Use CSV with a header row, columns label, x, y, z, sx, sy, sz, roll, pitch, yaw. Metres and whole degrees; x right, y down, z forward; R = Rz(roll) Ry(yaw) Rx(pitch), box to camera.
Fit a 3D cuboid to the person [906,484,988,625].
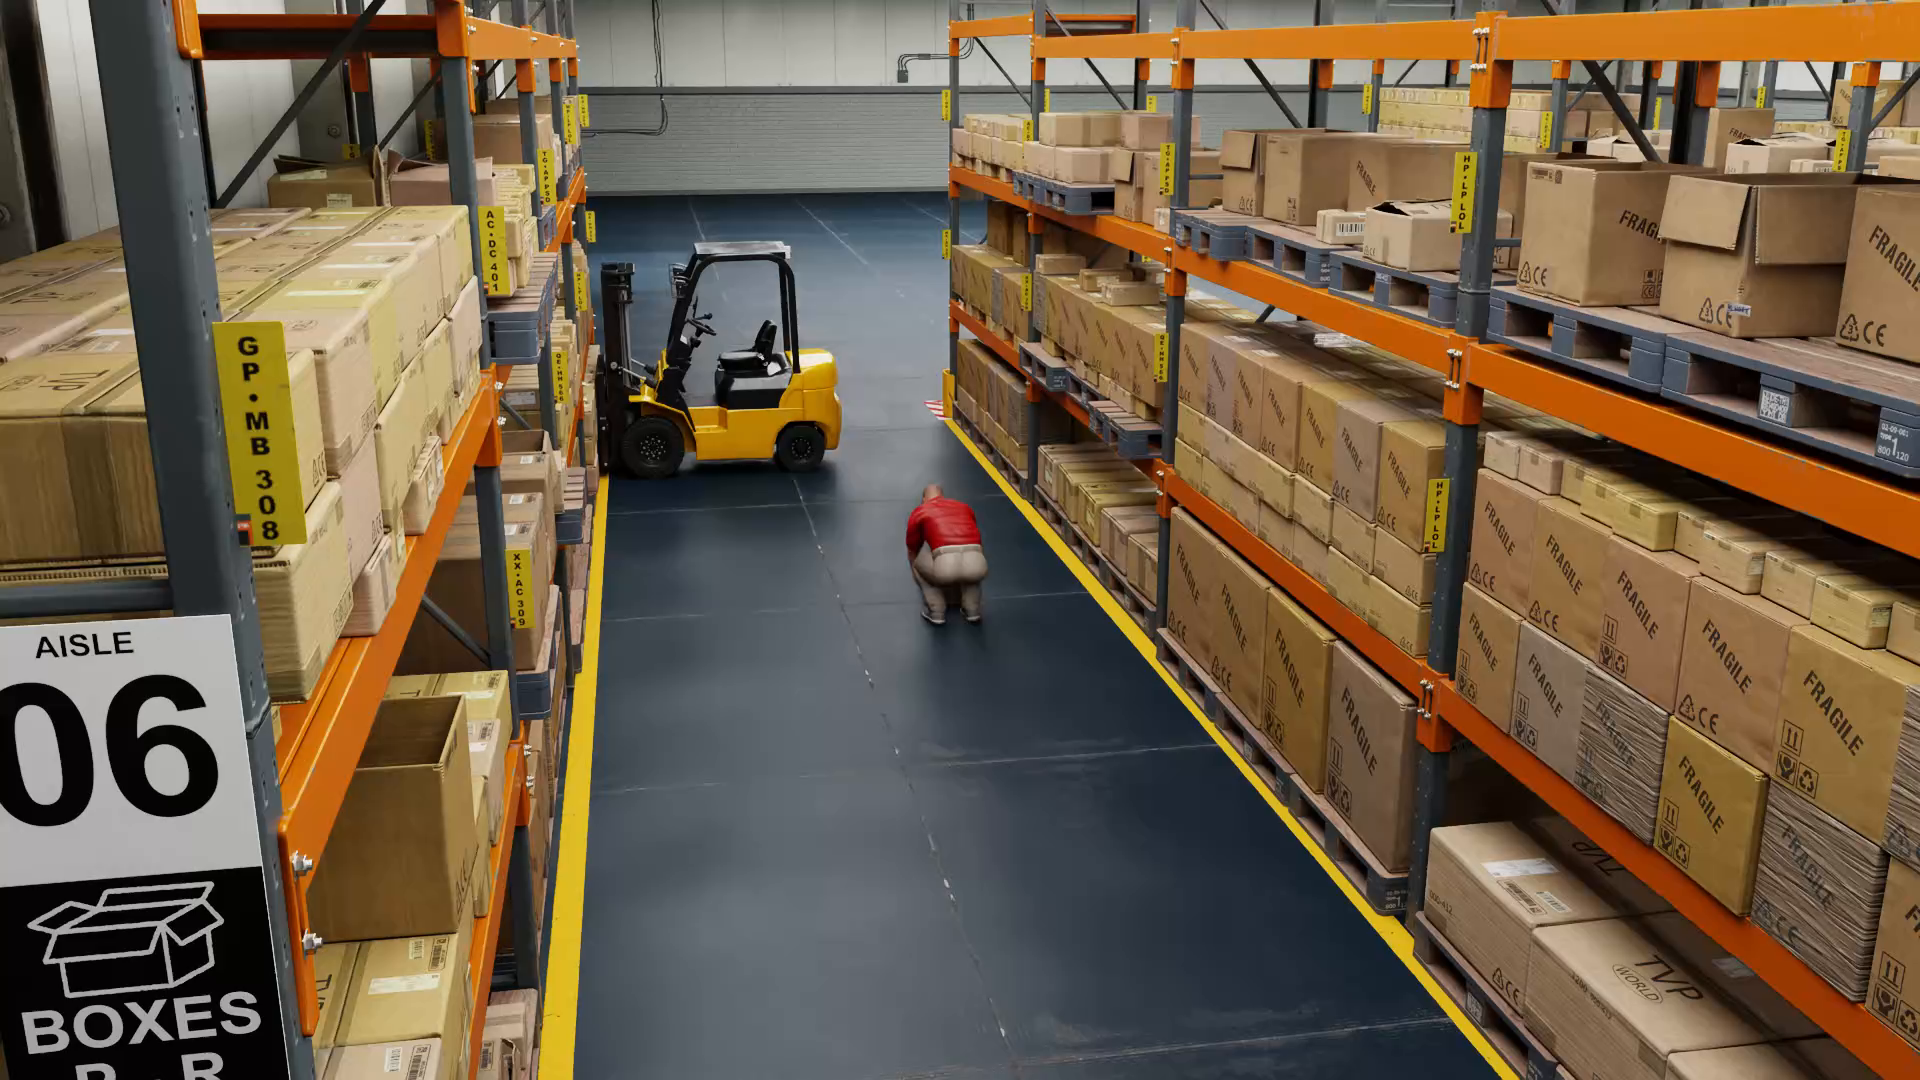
label,x,y,z,sx,sy,sz,roll,pitch,yaw
person,-0.093,0.115,12.166,0.556,0.901,0.860,-3,17,-10
